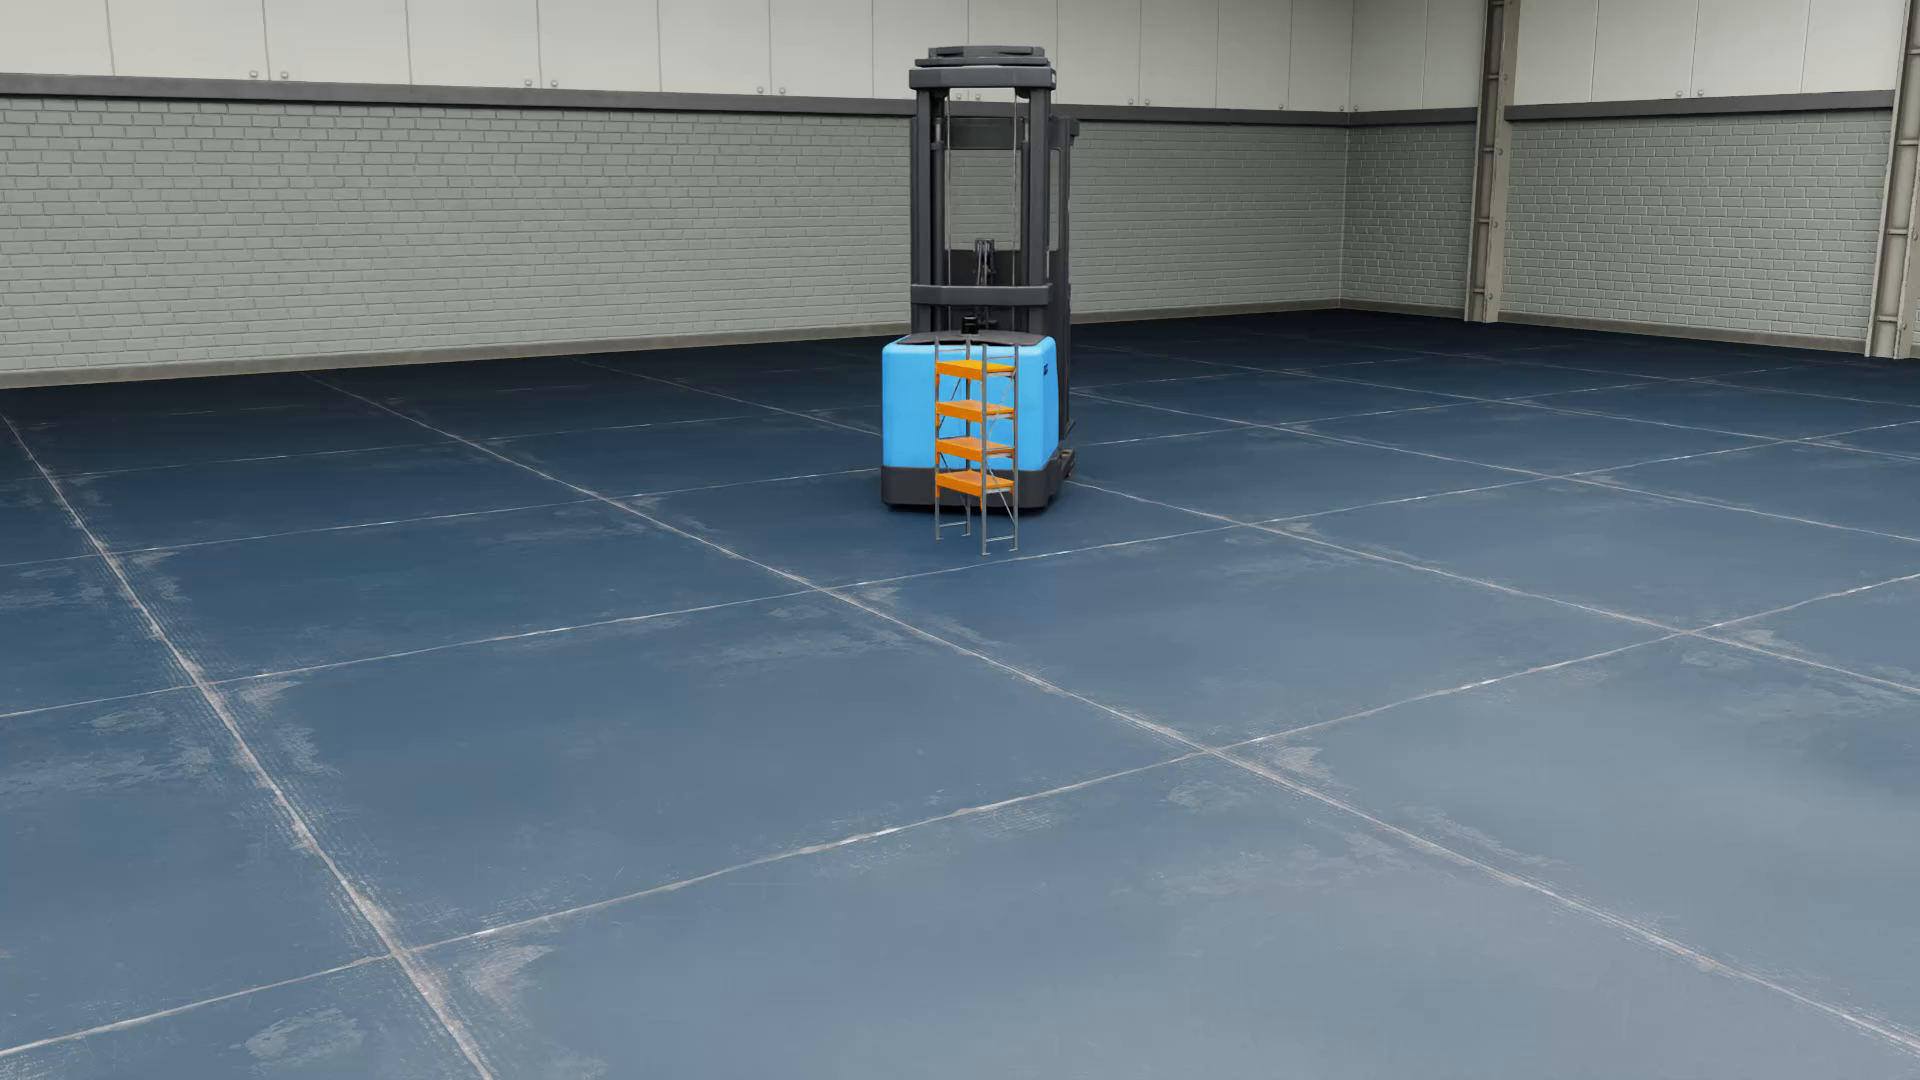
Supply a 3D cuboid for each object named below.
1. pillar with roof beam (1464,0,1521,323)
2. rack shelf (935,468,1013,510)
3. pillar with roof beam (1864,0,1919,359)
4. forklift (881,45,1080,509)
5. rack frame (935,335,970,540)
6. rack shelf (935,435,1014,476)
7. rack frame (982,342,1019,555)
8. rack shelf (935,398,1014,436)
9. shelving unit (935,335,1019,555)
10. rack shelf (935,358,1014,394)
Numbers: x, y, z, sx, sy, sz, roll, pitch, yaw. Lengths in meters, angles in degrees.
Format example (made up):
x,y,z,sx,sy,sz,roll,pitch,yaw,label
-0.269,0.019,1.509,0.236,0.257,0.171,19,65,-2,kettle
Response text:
x,y,z,sx,sy,sz,roll,pitch,yaw,label
4.176,-7.143,21.462,9.100,9.000,0.400,-8,15,-33,pillar with roof beam
0.092,-0.297,9.656,0.258,0.148,0.480,-8,15,-33,rack shelf
7.500,-6.076,16.583,9.100,9.000,0.400,-8,15,-33,pillar with roof beam
0.242,-1.895,11.666,1.130,2.935,3.031,2,12,9,forklift
-0.043,-0.600,9.797,0.240,1.200,0.015,-8,15,-33,rack frame
0.092,-0.491,9.613,0.258,0.148,0.480,-8,15,-33,rack shelf
0.227,-0.513,9.401,0.240,1.200,0.015,-8,15,-33,rack frame
0.092,-0.710,9.566,0.258,0.148,0.480,-8,15,-33,rack shelf
0.092,-0.557,9.599,0.258,1.200,0.503,-8,15,-33,shelving unit
0.092,-0.941,9.515,0.258,0.148,0.480,-8,15,-33,rack shelf
